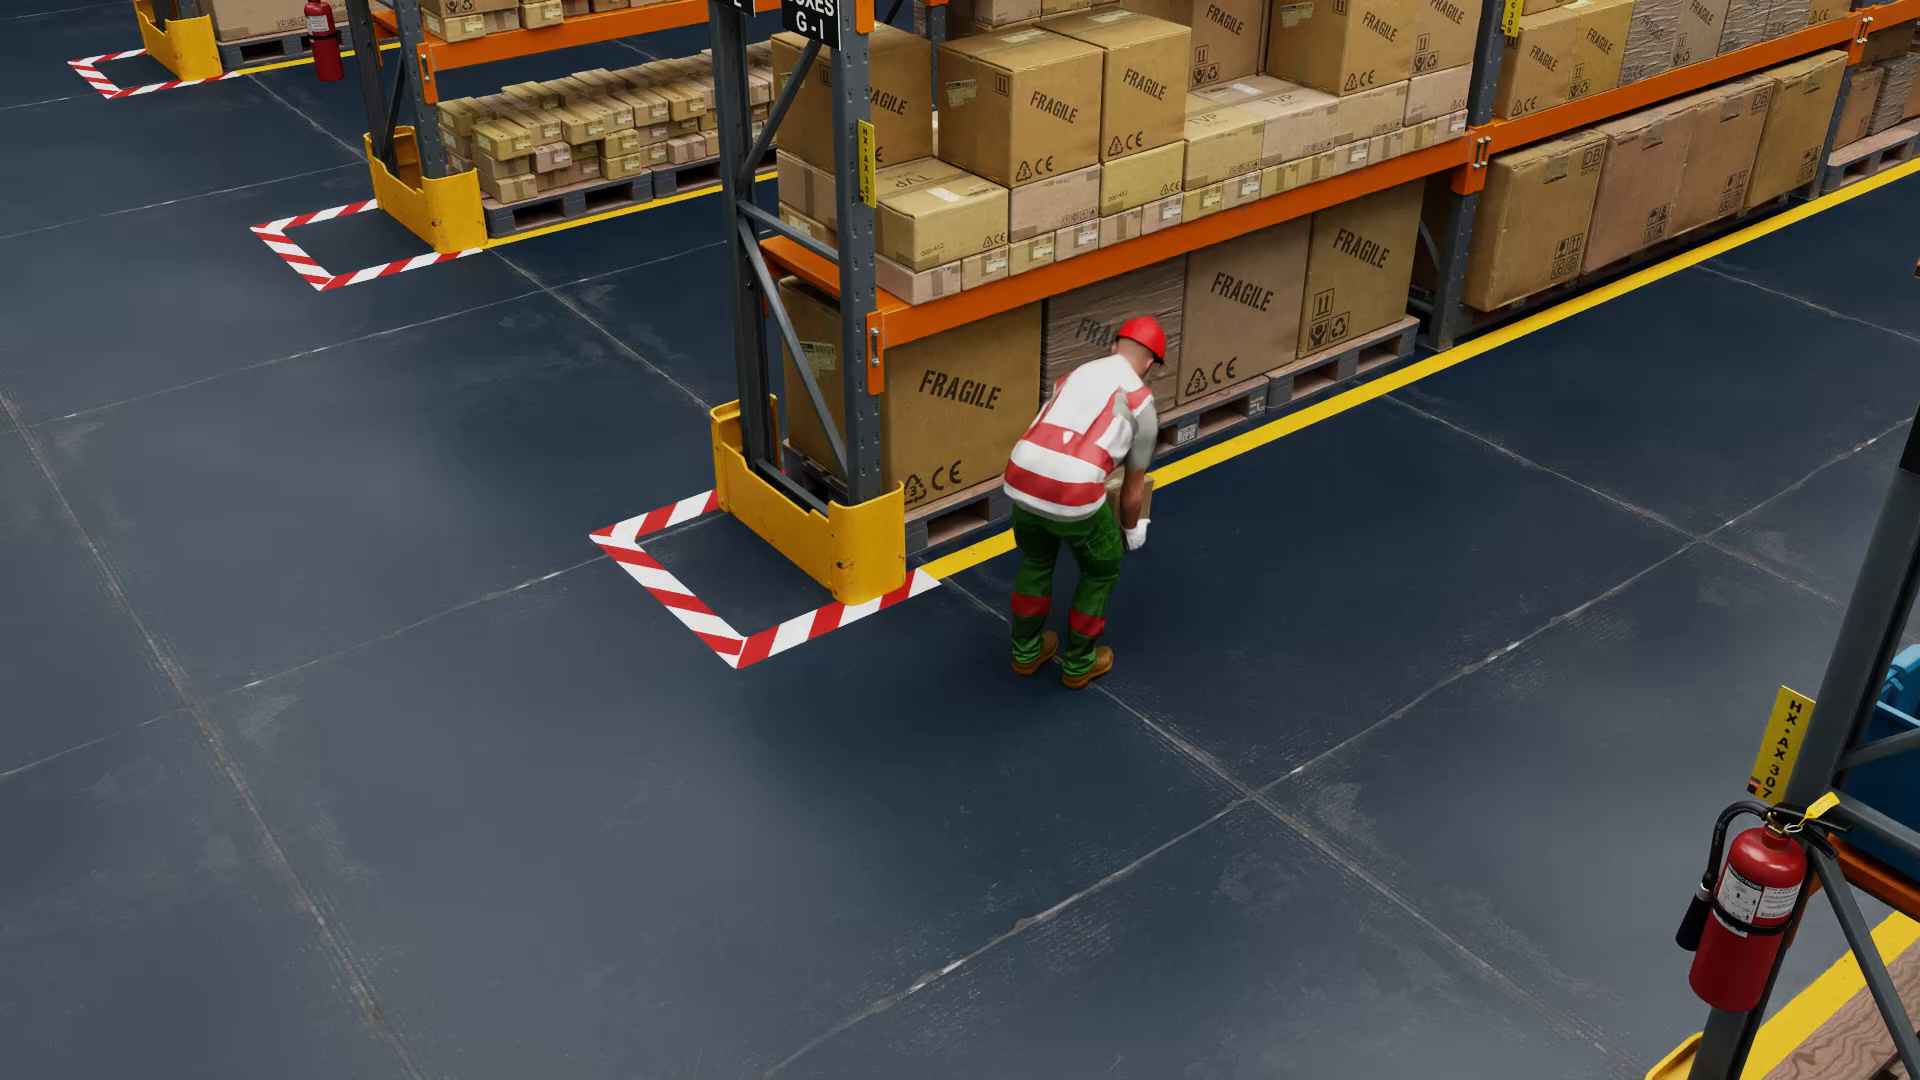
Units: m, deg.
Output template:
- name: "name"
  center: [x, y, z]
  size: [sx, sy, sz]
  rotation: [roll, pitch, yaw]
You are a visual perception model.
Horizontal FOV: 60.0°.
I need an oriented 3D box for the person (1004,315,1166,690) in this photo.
- name: "person"
  center: [0.531, -0.143, 6.706]
  size: [0.478, 1.401, 0.887]
  rotation: [21, 38, 30]
